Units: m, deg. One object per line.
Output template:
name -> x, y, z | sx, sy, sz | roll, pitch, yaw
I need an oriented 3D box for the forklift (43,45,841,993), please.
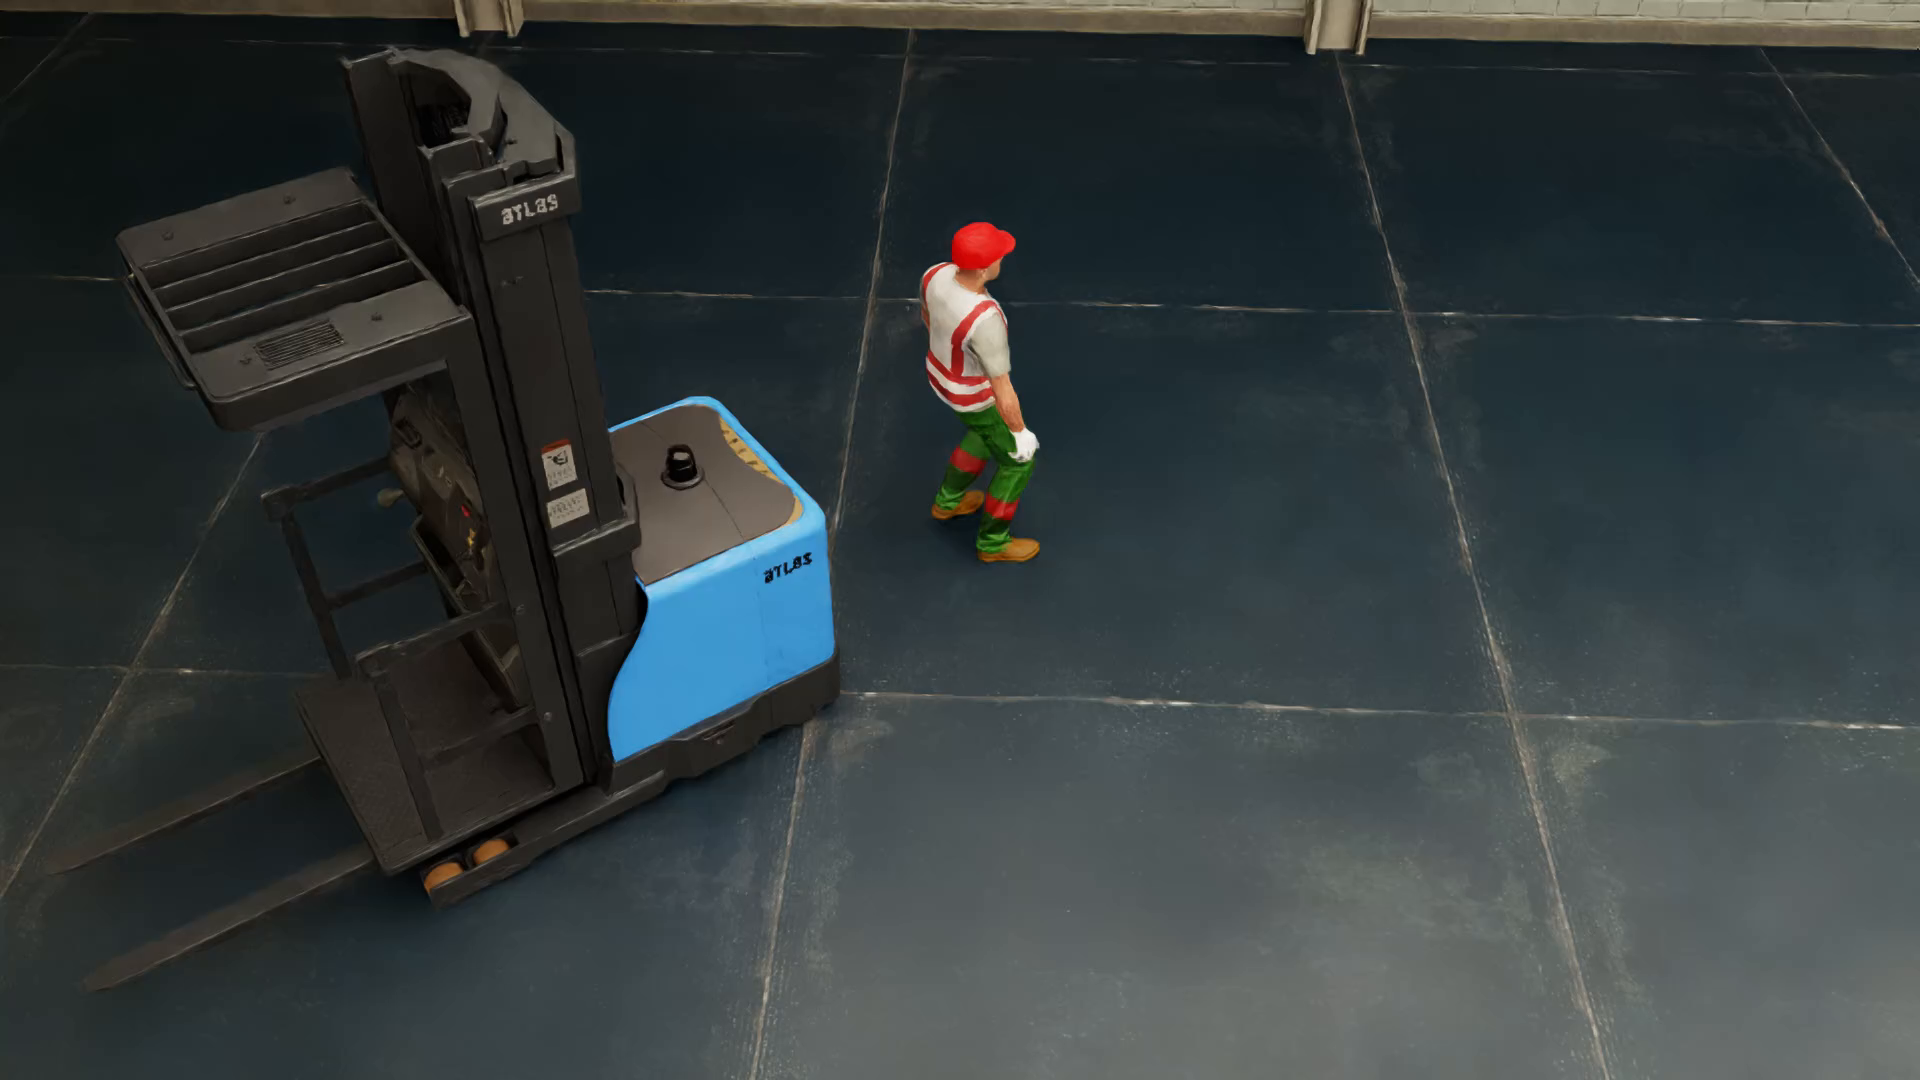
forklift -> -2.011, -0.093, 5.844 | 3.031, 2.935, 1.130 | -25, 48, -25

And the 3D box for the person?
person -> 0.108, -0.672, 7.381 | 0.429, 1.727, 0.783 | -20, 46, -21
